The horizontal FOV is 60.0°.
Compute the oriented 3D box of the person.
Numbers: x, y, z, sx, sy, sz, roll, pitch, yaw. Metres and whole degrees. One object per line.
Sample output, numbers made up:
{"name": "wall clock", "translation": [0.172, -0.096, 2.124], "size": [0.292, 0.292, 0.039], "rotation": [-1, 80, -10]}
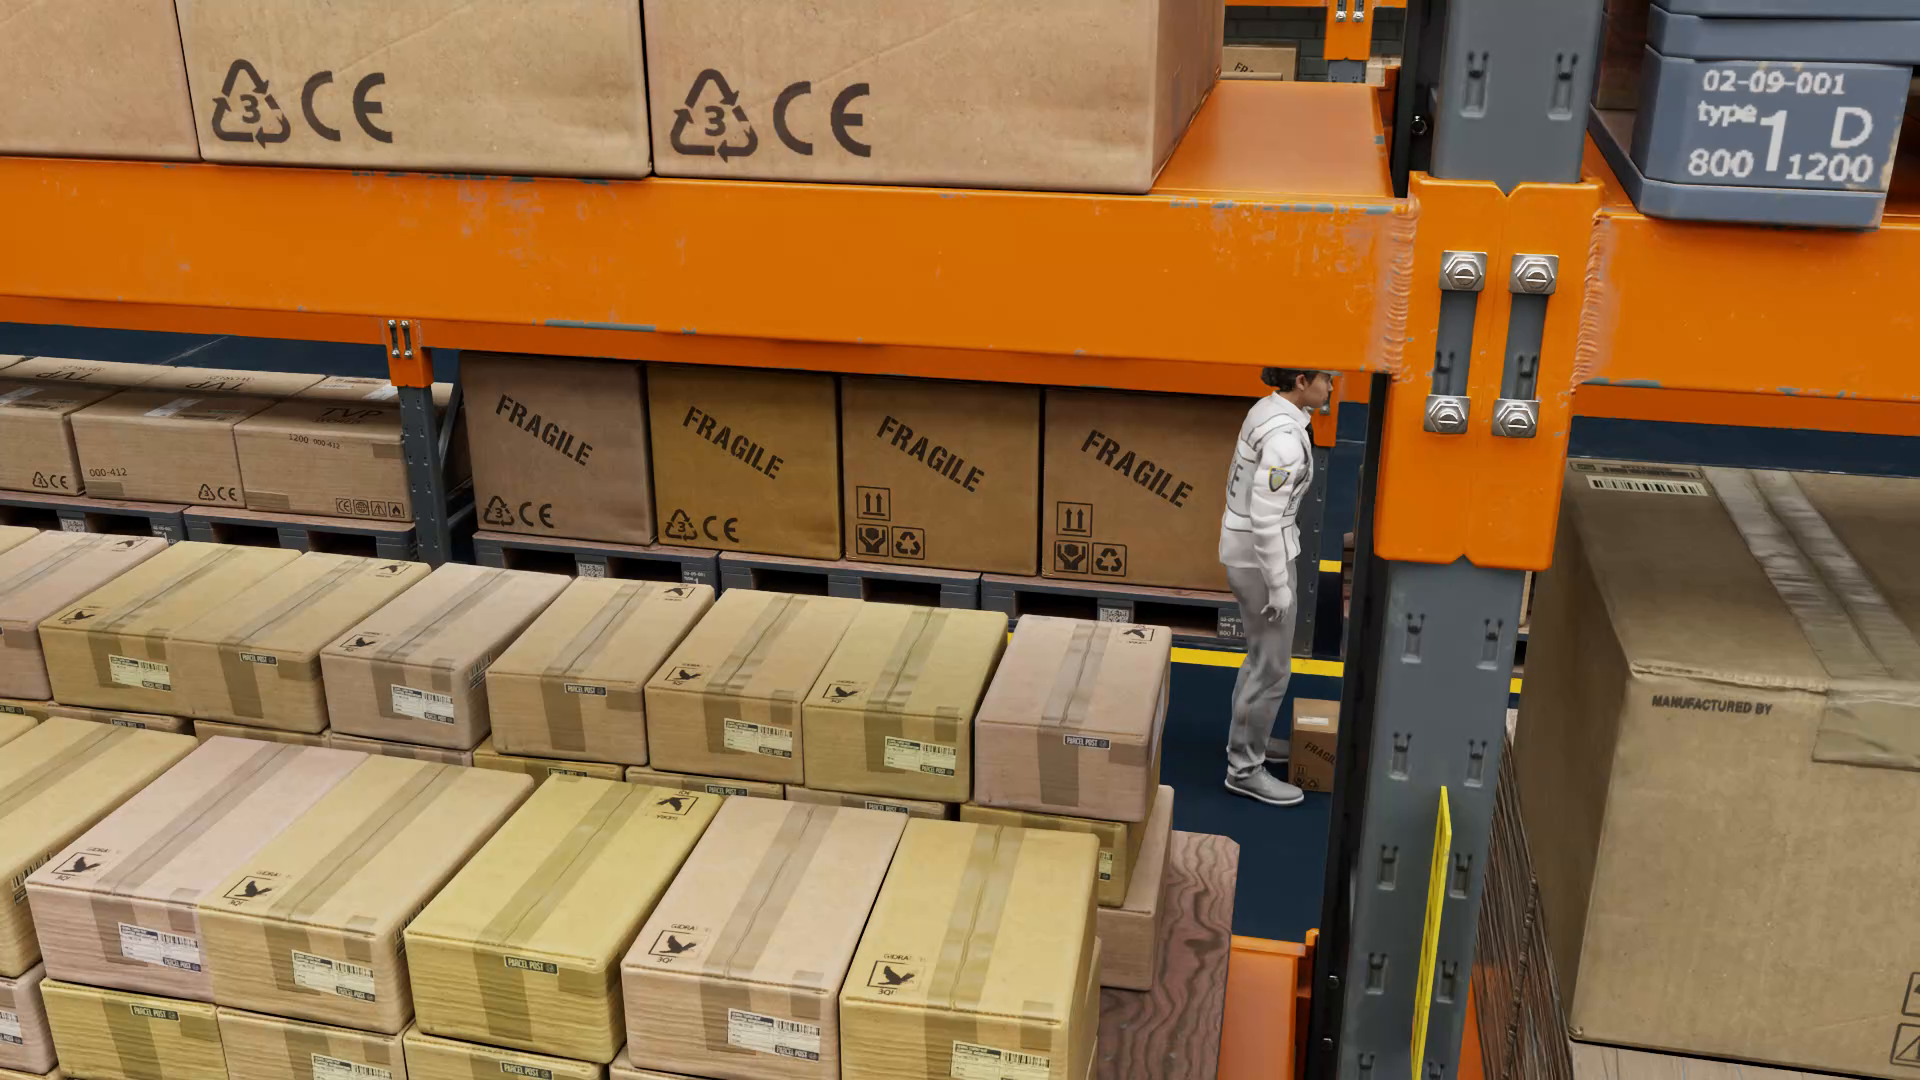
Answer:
{"name": "person", "translation": [1.100, 0.083, 5.875], "size": [0.375, 1.661, 0.527], "rotation": [4, 22, 9]}
